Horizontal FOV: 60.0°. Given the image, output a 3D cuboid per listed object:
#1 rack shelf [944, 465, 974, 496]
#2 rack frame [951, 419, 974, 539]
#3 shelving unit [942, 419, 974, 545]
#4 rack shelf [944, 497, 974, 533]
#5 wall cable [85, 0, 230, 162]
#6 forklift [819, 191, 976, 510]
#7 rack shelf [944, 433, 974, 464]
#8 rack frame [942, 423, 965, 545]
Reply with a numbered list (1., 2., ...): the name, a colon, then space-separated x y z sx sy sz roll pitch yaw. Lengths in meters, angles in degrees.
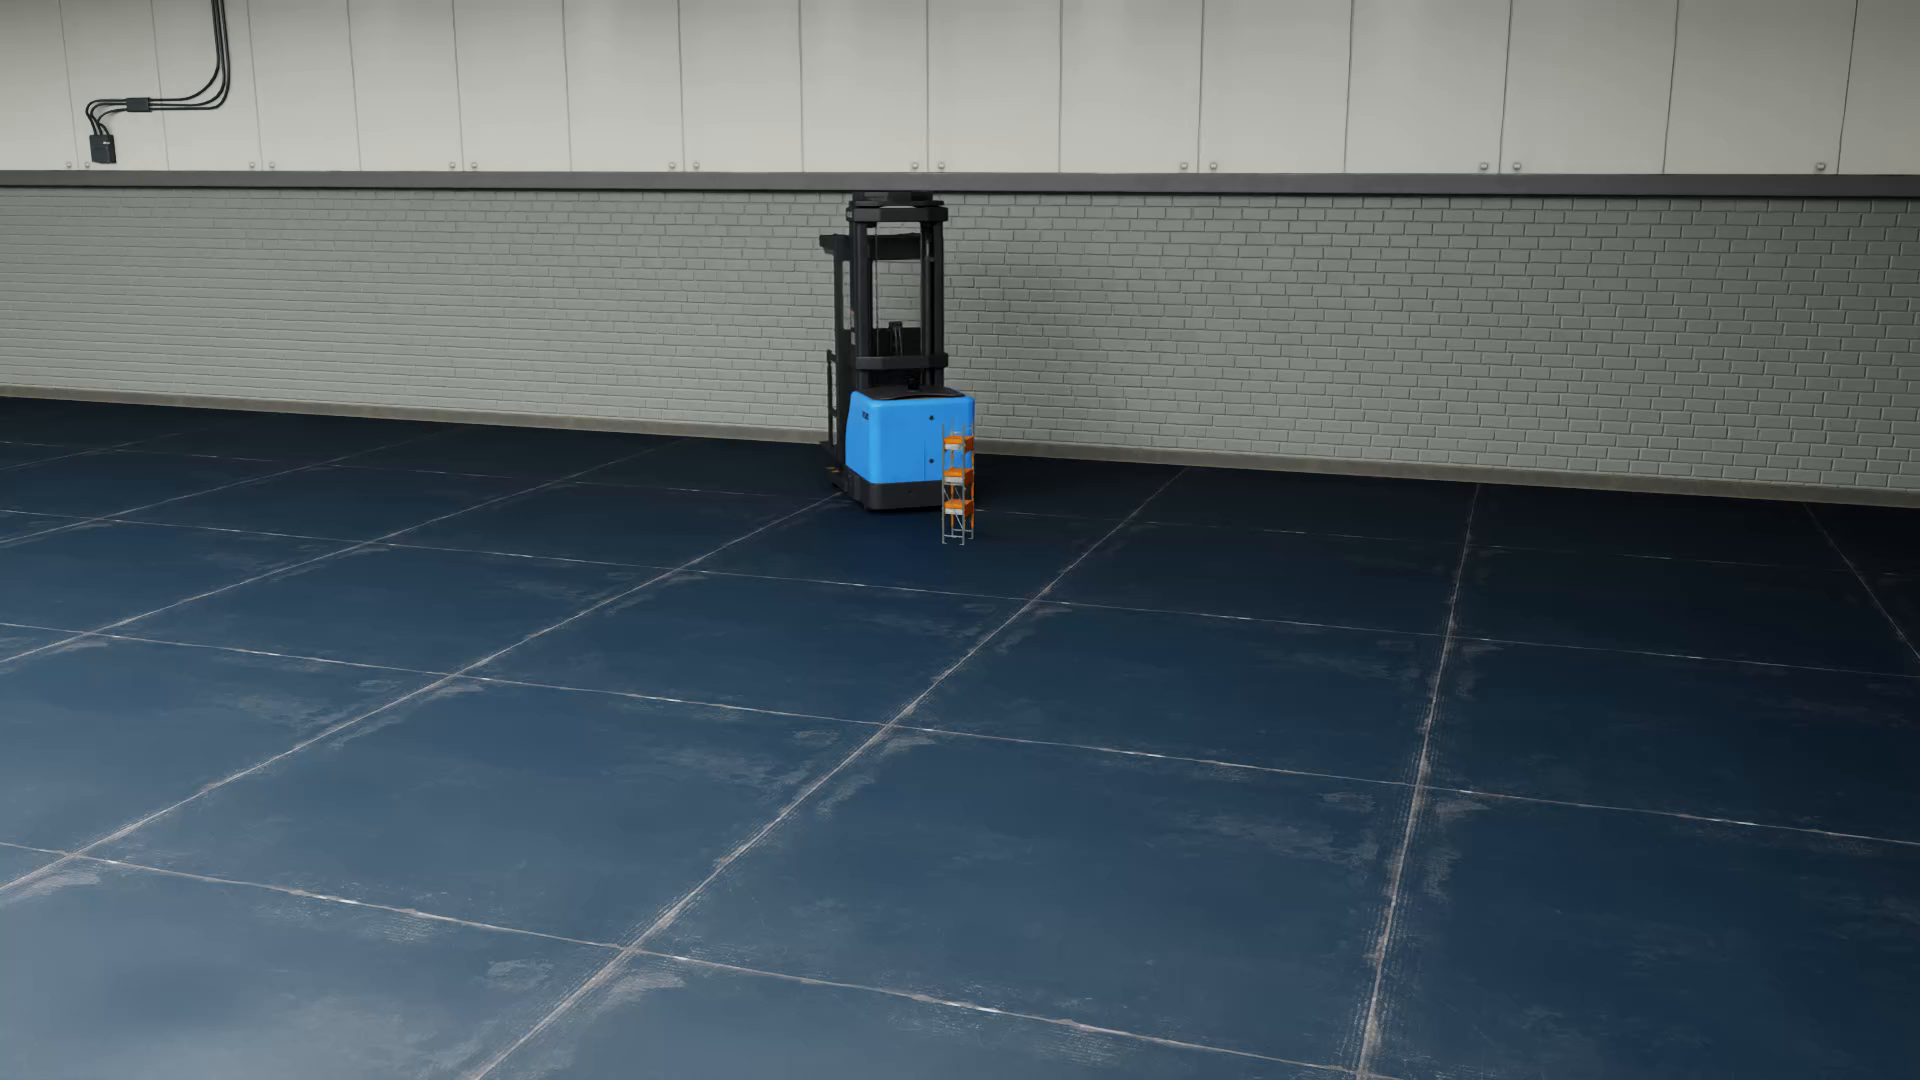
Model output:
1. rack shelf: -0.017 -0.490 14.324 0.215 0.259 0.240 4 14 18
2. rack frame: 0.022 -0.526 14.434 0.200 1.050 0.008 4 14 18
3. shelving unit: -0.017 -0.501 14.322 0.215 1.050 0.252 4 14 18
4. rack shelf: -0.017 -0.219 14.386 0.215 0.259 0.240 4 14 18
5. wall cable: -10.307 -7.813 20.855 2.305 6.003 0.169 4 14 18
6. forklift: -0.767 -1.993 16.632 1.130 2.935 3.031 -4 13 -17
7. rack shelf: -0.017 -0.767 14.261 0.215 0.259 0.240 4 14 18
8. rack frame: -0.057 -0.475 14.209 0.200 1.050 0.008 4 14 18
